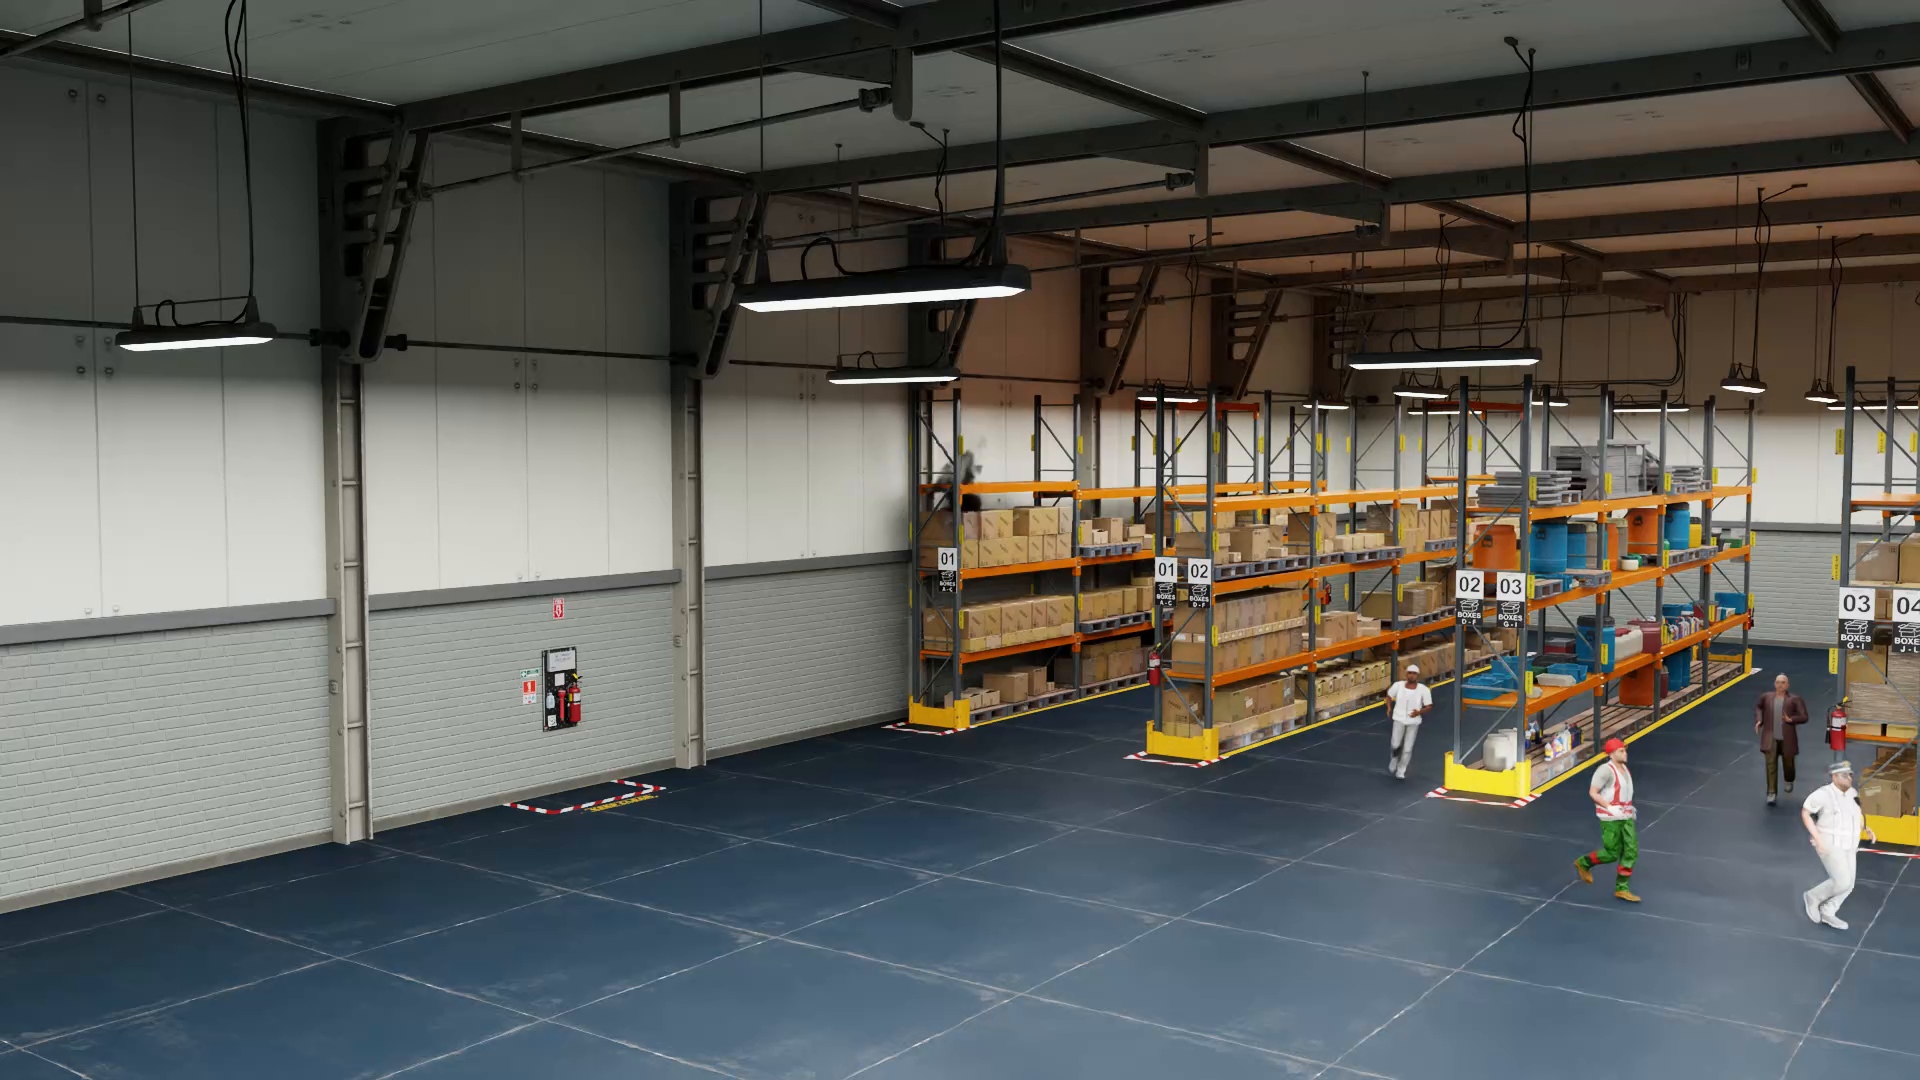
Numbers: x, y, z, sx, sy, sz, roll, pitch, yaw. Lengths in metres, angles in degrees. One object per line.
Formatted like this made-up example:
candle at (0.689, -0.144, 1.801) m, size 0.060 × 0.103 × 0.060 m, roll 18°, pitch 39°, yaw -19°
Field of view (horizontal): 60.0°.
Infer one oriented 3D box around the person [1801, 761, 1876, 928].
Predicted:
person at (9.126, 3.147, 17.241) m, size 0.675 × 1.749 × 0.594 m, roll -2°, pitch 4°, yaw -25°

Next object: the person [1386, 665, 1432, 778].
person at (6.720, 2.726, 24.932) m, size 0.680 × 1.721 × 0.553 m, roll 1°, pitch 3°, yaw 17°

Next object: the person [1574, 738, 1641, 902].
person at (7.218, 3.076, 18.459) m, size 0.662 × 1.763 × 0.783 m, roll -2°, pitch 4°, yaw -34°

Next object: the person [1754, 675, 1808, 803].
person at (11.523, 2.773, 23.381) m, size 0.714 × 1.754 × 1.028 m, roll 2°, pitch 4°, yaw 33°
